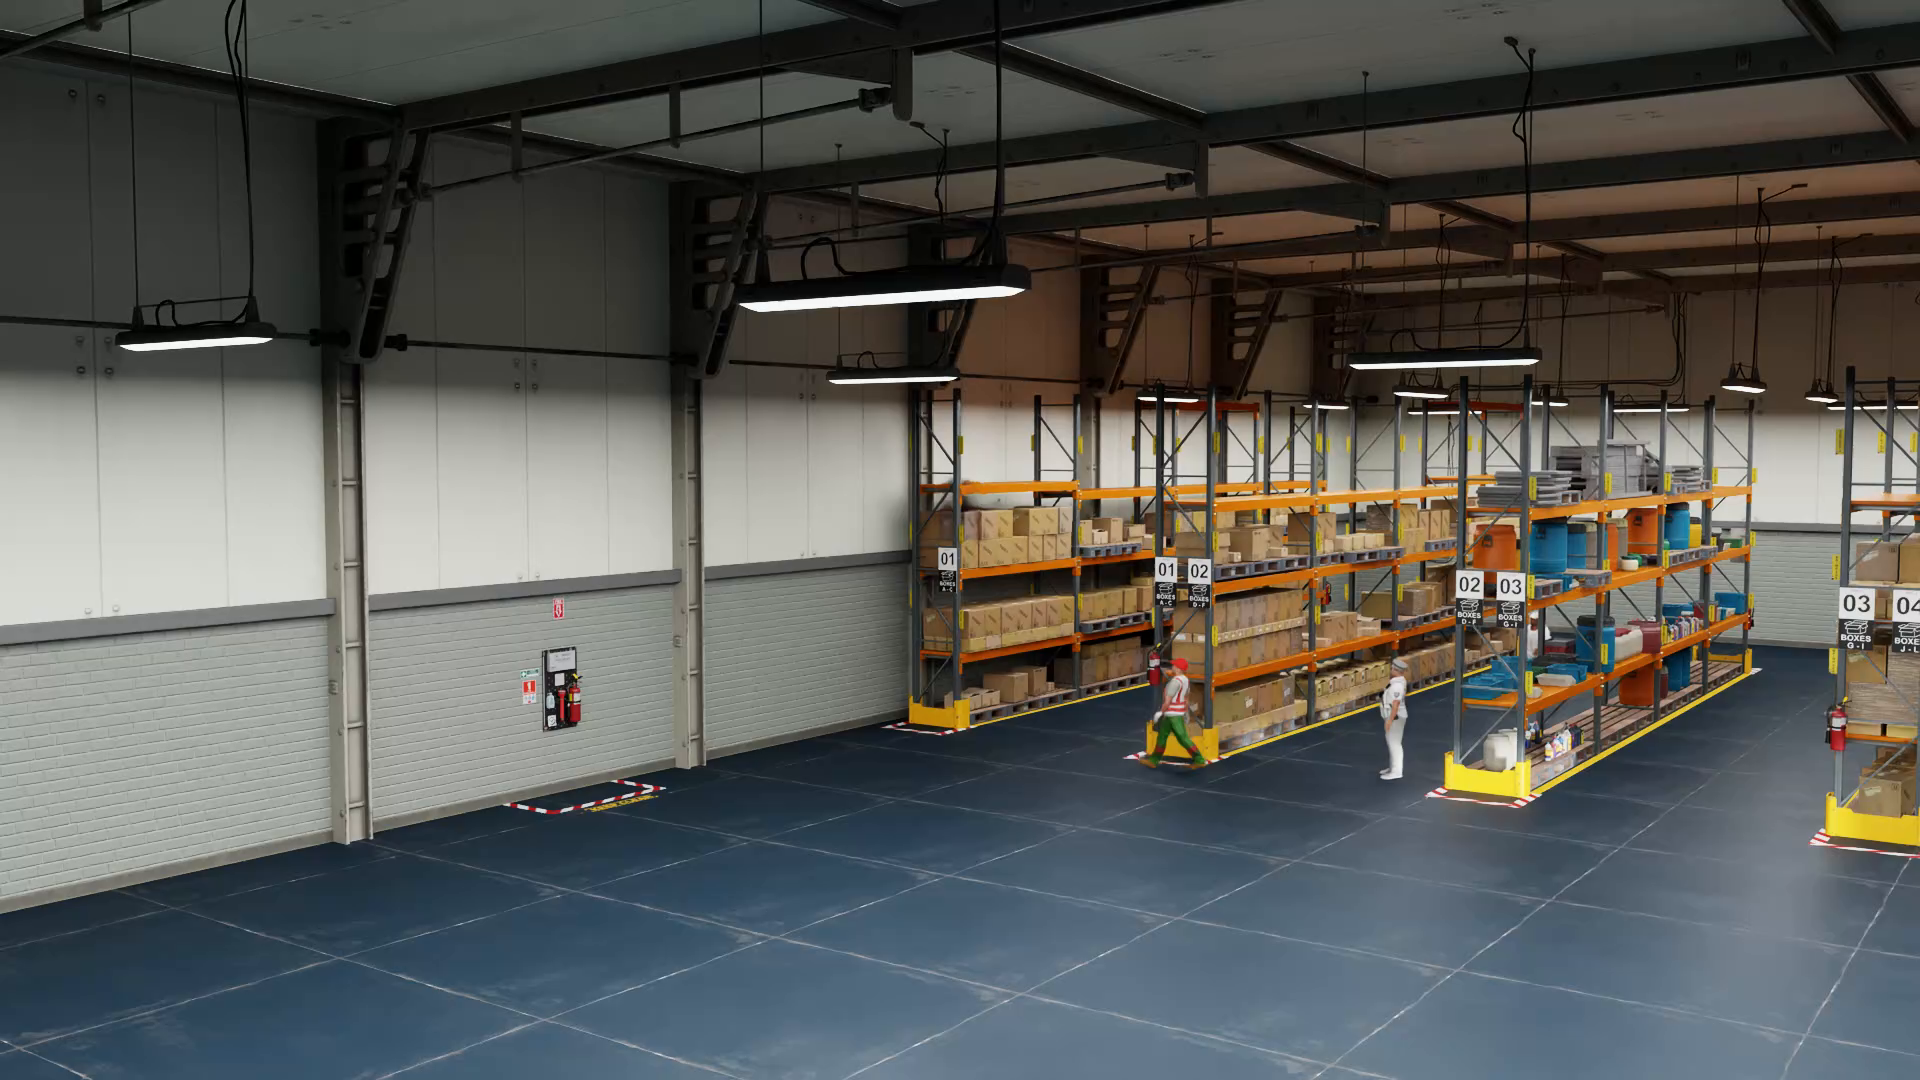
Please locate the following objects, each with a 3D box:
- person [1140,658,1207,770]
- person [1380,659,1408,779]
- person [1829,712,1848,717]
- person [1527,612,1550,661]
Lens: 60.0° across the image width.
[{"bbox_3d":[3.267,2.676,25.531,1.061,1.743,0.540,1,3,13],"label":"person"},{"bbox_3d":[6.540,2.685,25.091,0.413,1.791,0.553,0,3,5],"label":"person"},{"bbox_3d":[16.304,2.363,30.679,0.538,1.779,0.604,1,3,21],"label":"person"},{"bbox_3d":[11.327,2.282,32.747,0.599,1.745,1.003,2,4,36],"label":"person"}]
